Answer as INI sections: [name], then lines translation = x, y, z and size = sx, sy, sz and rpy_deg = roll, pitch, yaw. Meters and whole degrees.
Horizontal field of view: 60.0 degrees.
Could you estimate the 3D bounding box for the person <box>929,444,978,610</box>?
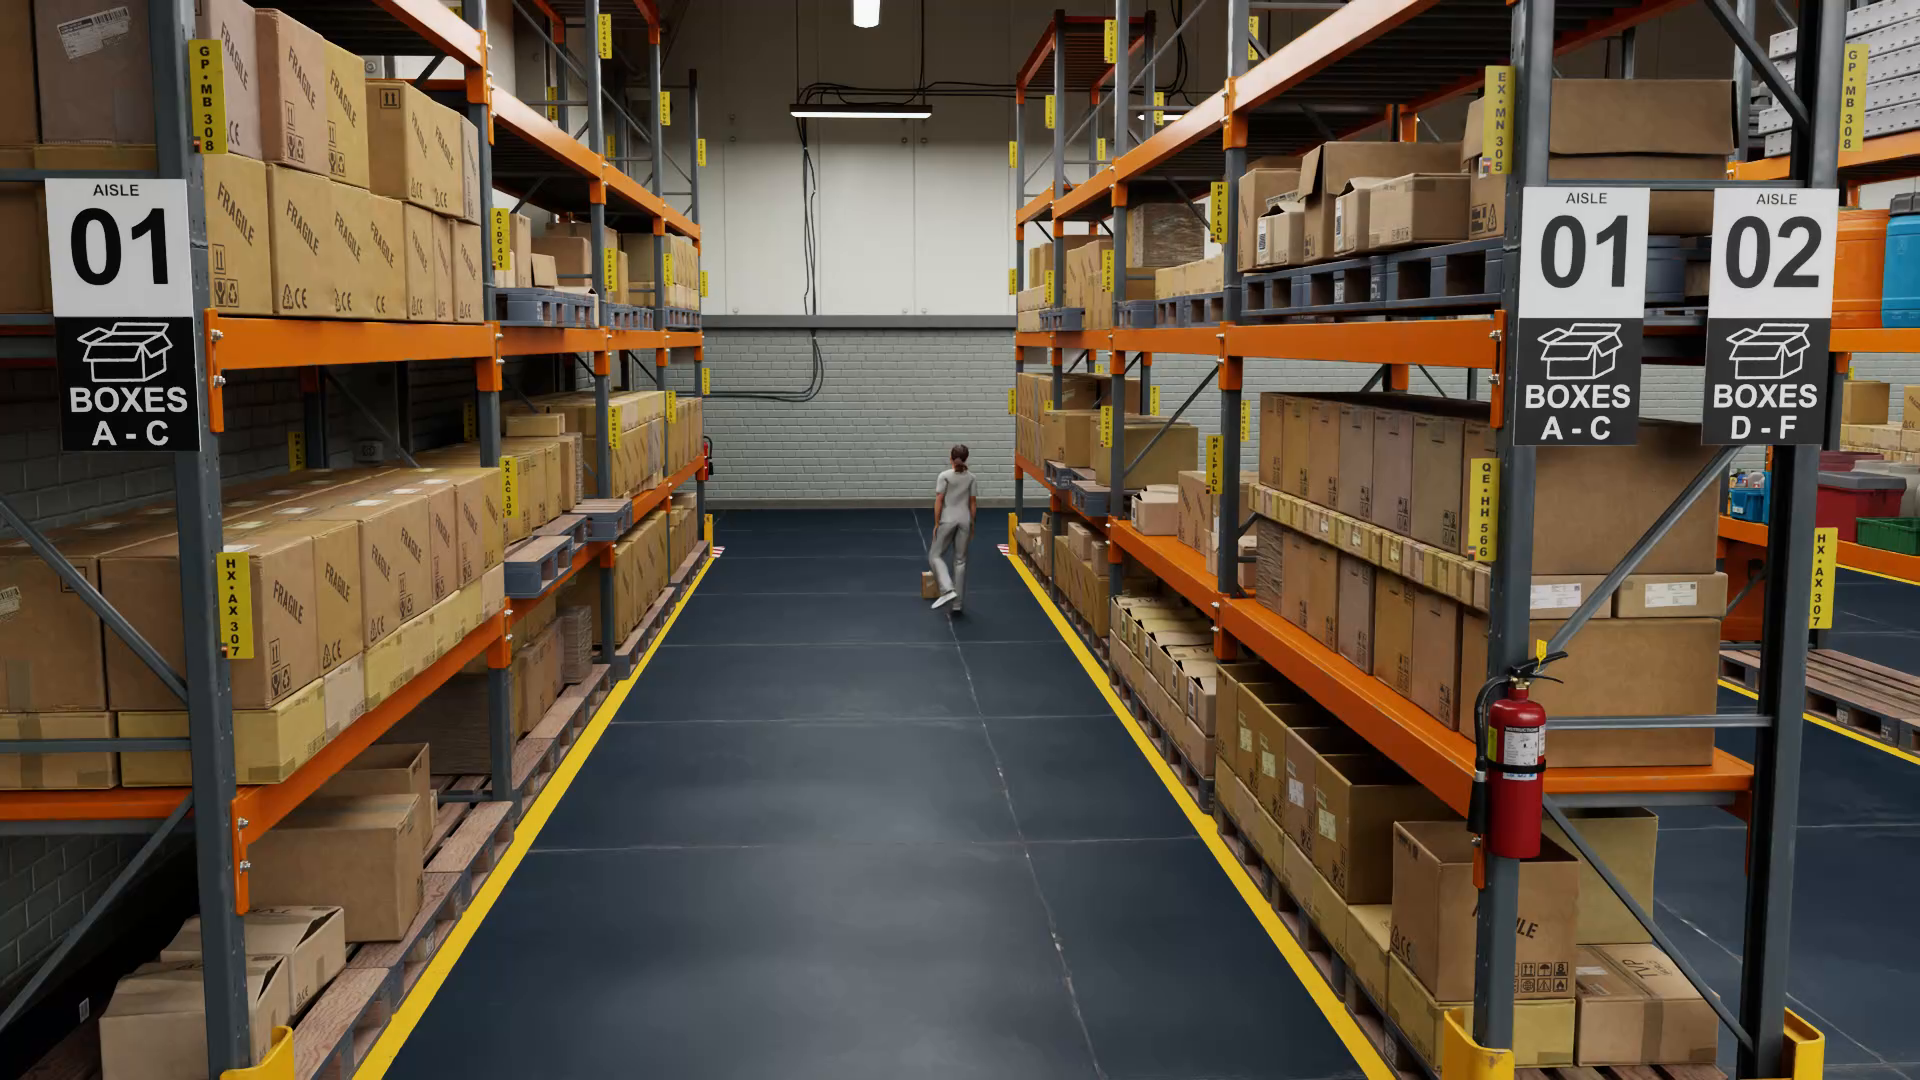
[person]
translation = -0.047, -0.125, 16.598
size = 0.498, 1.666, 0.459
rpy_deg = -2, 7, -14
